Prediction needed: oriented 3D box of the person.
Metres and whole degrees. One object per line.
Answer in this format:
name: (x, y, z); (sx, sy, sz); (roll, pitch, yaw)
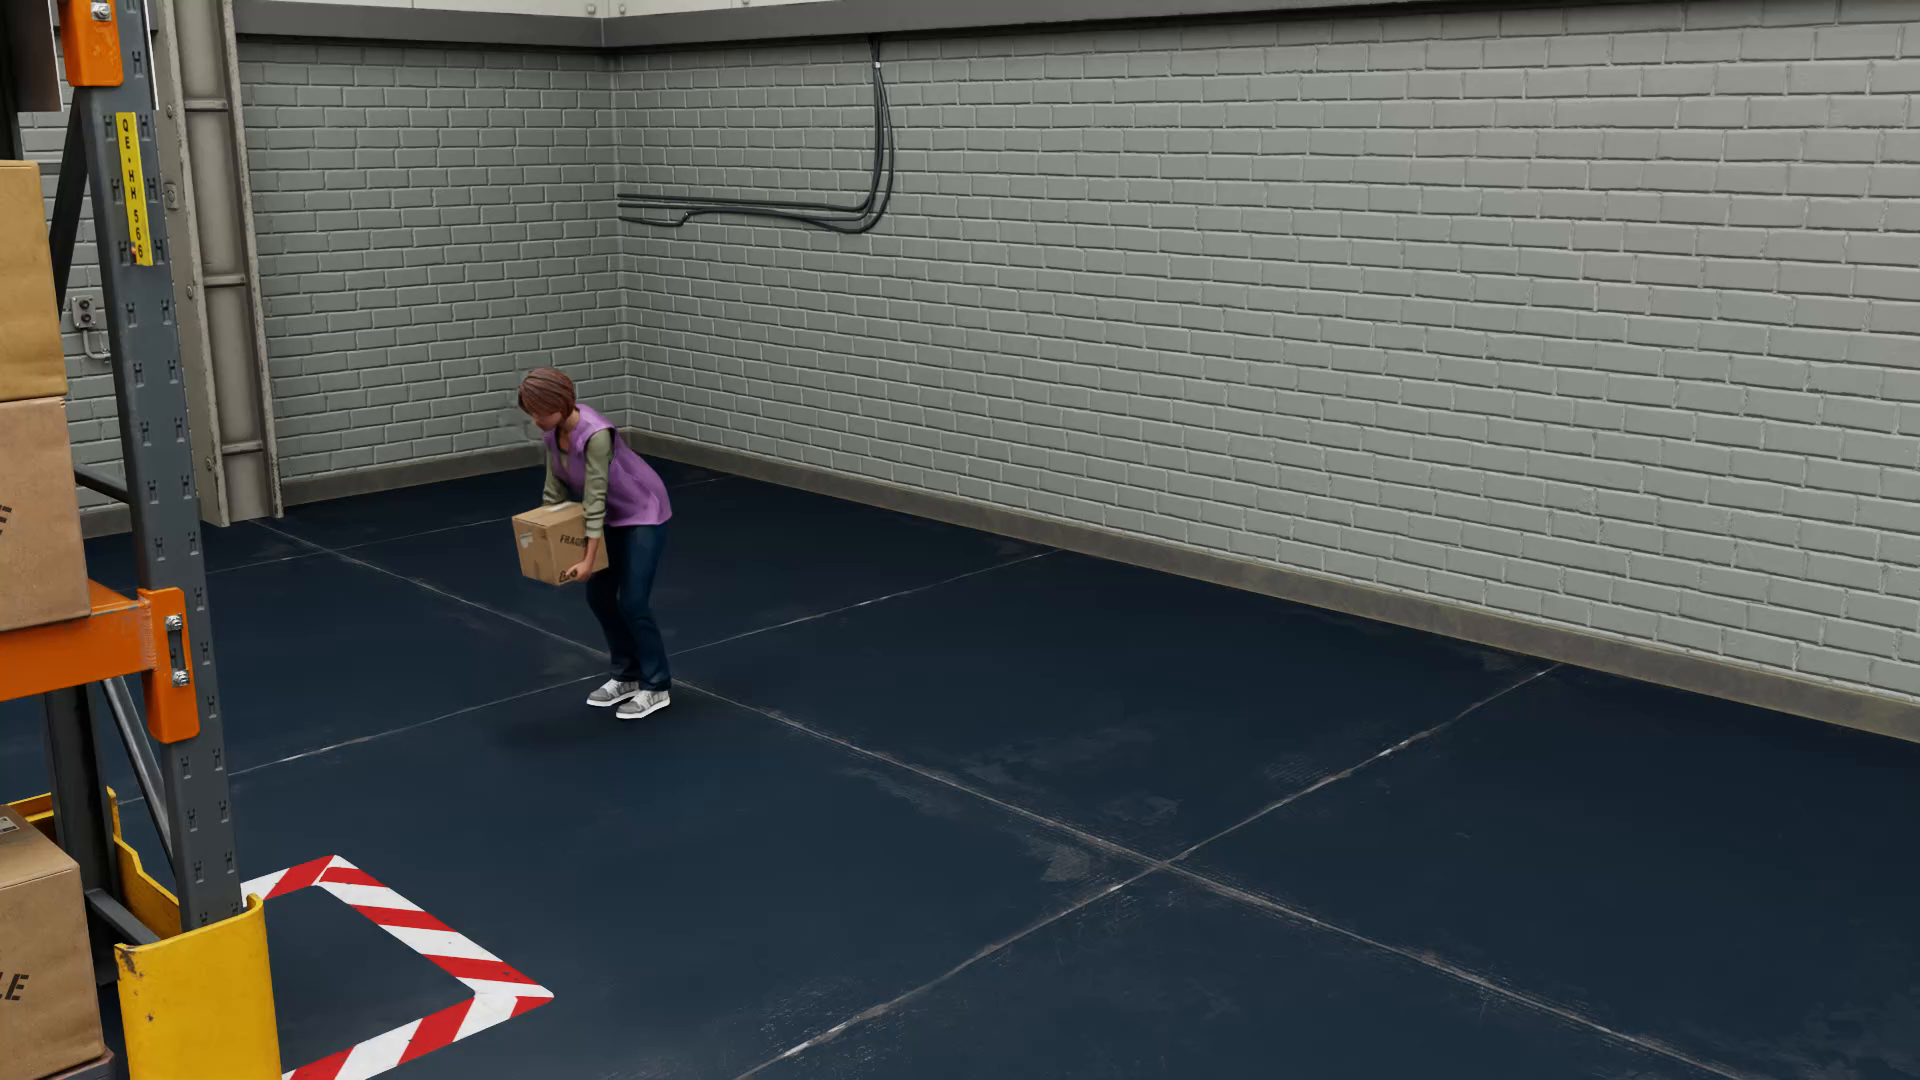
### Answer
person: (-1.469, 0.018, 6.749); (0.373, 1.458, 0.636); (13, 19, 41)
